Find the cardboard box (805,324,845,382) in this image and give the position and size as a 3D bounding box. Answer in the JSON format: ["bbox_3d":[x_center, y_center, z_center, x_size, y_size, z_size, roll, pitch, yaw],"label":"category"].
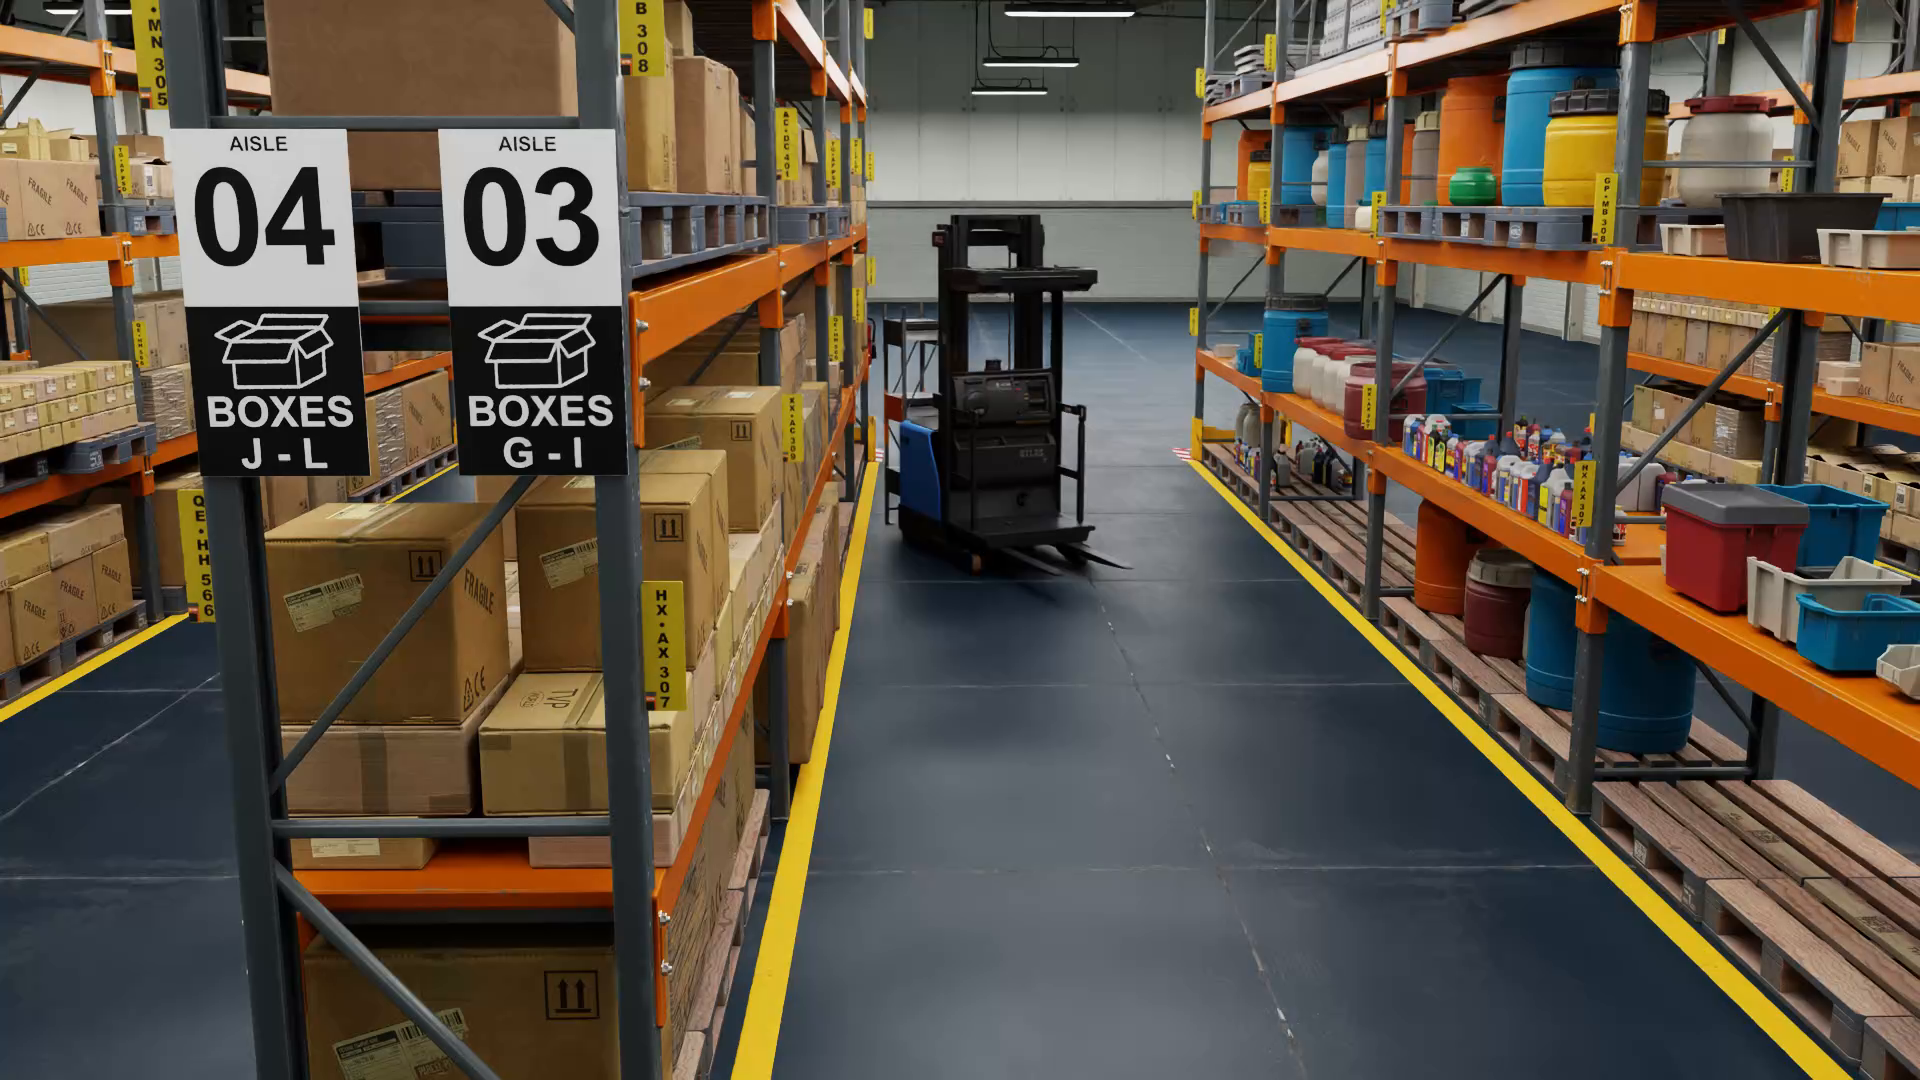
[{"bbox_3d":[-1.395,-1.574,14.147,0.797,0.503,0.637,1,12,5],"label":"cardboard box"}]

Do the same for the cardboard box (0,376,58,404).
[{"bbox_3d":[-5.916,-0.942,10.427,0.380,0.149,0.250,0,11,-1],"label":"cardboard box"}]

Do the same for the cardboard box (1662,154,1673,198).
[{"bbox_3d":[8.306,-4.177,19.085,0.797,0.503,0.637,1,11,3],"label":"cardboard box"}]

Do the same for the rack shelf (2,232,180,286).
[{"bbox_3d":[-6.443,-2.381,13.708,1.077,0.370,4.000,0,11,-1],"label":"rack shelf"}]

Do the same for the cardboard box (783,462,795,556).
[{"bbox_3d":[-1.117,-0.213,8.503,0.500,0.500,0.500,0,11,-1],"label":"cardboard box"}]

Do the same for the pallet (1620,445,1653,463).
[{"bbox_3d":[8.356,-0.978,19.541,1.003,0.211,1.213,0,11,-1],"label":"pallet"}]

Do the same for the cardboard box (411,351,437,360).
[{"bbox_3d":[-6.481,-2.347,18.898,0.875,0.550,0.550,0,11,-1],"label":"cardboard box"}]

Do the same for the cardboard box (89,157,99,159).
[{"bbox_3d":[-6.723,-2.754,12.652,0.500,0.311,0.500,0,11,-1],"label":"cardboard box"}]

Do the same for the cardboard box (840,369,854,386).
[{"bbox_3d":[-1.227,-1.582,16.137,0.380,0.149,0.250,0,11,-1],"label":"cardboard box"}]

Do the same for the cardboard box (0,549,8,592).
[{"bbox_3d":[-6.090,0.225,9.939,0.500,0.250,0.500,0,11,1],"label":"cardboard box"}]

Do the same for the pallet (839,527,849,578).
[{"bbox_3d":[-1.477,0.103,14.212,1.003,0.211,1.213,0,11,-1],"label":"pallet"}]

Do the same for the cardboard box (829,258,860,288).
[{"bbox_3d":[-1.321,-2.735,17.672,0.500,0.500,0.500,0,11,-1],"label":"cardboard box"}]

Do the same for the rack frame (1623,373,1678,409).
[{"bbox_3d":[8.298,-2.497,20.012,1.000,3.000,0.127,0,11,-1],"label":"rack frame"}]

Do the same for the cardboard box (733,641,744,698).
[{"bbox_3d":[-0.986,0.469,6.024,0.380,0.149,0.250,-1,11,-3],"label":"cardboard box"}]

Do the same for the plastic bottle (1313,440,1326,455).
[{"bbox_3d":[3.814,-0.883,17.616,0.144,0.351,0.185,0,11,-2],"label":"plastic bottle"}]

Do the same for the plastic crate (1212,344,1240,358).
[{"bbox_3d":[3.043,-2.169,19.058,0.298,0.136,0.250,0,11,-1],"label":"plastic crate"}]

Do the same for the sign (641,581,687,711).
[{"bbox_3d":[-0.720,0.260,4.049,0.100,0.325,0.005,0,11,-1],"label":"sign"}]

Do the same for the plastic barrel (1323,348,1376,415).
[{"bbox_3d":[3.253,-1.326,13.898,0.433,0.535,0.433,0,11,0],"label":"plastic barrel"}]

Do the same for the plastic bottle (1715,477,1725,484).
[{"bbox_3d":[3.910,-0.147,8.553,0.144,0.351,0.185,0,11,-1],"label":"plastic bottle"}]

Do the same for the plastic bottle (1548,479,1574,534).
[{"bbox_3d":[3.255,-0.180,8.907,0.152,0.276,0.135,0,11,-1],"label":"plastic bottle"}]

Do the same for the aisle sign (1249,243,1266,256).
[{"bbox_3d":[3.642,-3.767,19.733,0.394,0.787,0.004,0,11,-1],"label":"aisle sign"}]

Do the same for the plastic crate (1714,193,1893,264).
[{"bbox_3d":[3.346,-1.250,6.650,0.497,0.269,0.590,0,11,-1],"label":"plastic crate"}]

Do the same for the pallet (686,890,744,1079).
[{"bbox_3d":[-1.392,1.690,6.389,1.003,0.211,1.213,0,11,-1],"label":"pallet"}]

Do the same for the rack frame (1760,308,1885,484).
[{"bbox_3d":[8.381,-1.702,16.093,1.000,3.000,0.127,0,11,-1],"label":"rack frame"}]

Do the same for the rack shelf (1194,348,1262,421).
[{"bbox_3d":[3.387,-1.727,18.027,1.077,0.370,4.000,0,11,-1],"label":"rack shelf"}]

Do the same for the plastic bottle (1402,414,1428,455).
[{"bbox_3d":[3.197,-0.739,11.659,0.152,0.276,0.135,0,11,-1],"label":"plastic bottle"}]

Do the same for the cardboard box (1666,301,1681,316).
[{"bbox_3d":[8.114,-2.579,18.537,0.380,0.149,0.250,-1,11,-3],"label":"cardboard box"}]

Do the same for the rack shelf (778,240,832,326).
[{"bbox_3d":[-1.399,-1.586,9.790,1.077,0.370,4.000,0,11,-1],"label":"rack shelf"}]

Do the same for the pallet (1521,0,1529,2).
[{"bbox_3d":[3.546,-2.908,8.430,1.003,0.211,1.213,0,11,-1],"label":"pallet"}]

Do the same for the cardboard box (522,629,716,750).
[{"bbox_3d":[-1.033,0.452,5.108,0.500,0.250,0.500,0,11,-2],"label":"cardboard box"}]

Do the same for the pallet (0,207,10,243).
[{"bbox_3d":[-6.250,-1.778,9.399,1.213,0.211,1.003,0,11,-1],"label":"pallet"}]

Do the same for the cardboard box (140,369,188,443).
[{"bbox_3d":[-6.141,-1.005,12.410,0.500,0.500,0.500,0,11,-1],"label":"cardboard box"}]

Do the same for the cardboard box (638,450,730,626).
[{"bbox_3d":[-1.042,-0.015,5.522,0.500,0.500,0.500,-1,11,-3],"label":"cardboard box"}]

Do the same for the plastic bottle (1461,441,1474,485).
[{"bbox_3d":[3.196,-0.484,10.413,0.097,0.271,0.097,0,11,0],"label":"plastic bottle"}]

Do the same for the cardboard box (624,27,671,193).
[{"bbox_3d":[-1.231,-1.266,4.840,0.700,0.500,0.500,-1,11,-3],"label":"cardboard box"}]

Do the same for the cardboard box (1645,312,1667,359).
[{"bbox_3d":[8.311,-2.348,19.030,0.700,0.500,0.500,0,11,0],"label":"cardboard box"}]

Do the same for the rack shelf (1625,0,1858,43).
[{"bbox_3d":[3.635,-2.086,5.713,1.077,0.370,4.000,0,11,-1],"label":"rack shelf"}]

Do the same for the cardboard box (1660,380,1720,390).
[{"bbox_3d":[8.607,-1.617,19.650,0.500,0.500,0.500,0,11,-1],"label":"cardboard box"}]

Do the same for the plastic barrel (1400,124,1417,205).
[{"bbox_3d":[3.698,-2.861,13.186,0.600,0.830,0.708,0,11,-1],"label":"plastic barrel"}]

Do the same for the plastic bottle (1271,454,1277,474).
[{"bbox_3d":[3.127,-0.726,16.841,0.144,0.351,0.185,-1,11,-3],"label":"plastic bottle"}]

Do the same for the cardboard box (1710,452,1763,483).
[{"bbox_3d":[8.153,-0.750,17.264,0.500,0.250,0.500,0,11,-1],"label":"cardboard box"}]

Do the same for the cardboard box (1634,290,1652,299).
[{"bbox_3d":[8.296,-3.078,19.364,0.700,0.500,0.500,0,11,-1],"label":"cardboard box"}]

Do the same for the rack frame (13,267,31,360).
[{"bbox_3d":[-11.514,-2.416,19.614,1.000,3.000,0.127,0,11,-1],"label":"rack frame"}]

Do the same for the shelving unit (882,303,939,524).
[{"bbox_3d":[-0.438,-1.152,15.648,0.431,2.100,0.503,-5,12,-22],"label":"shelving unit"}]

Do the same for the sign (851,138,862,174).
[{"bbox_3d":[-0.968,-3.581,15.522,0.100,0.325,0.005,0,11,-1],"label":"sign"}]

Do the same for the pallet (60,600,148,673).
[{"bbox_3d":[-6.387,0.656,11.487,1.003,0.211,1.213,0,11,-1],"label":"pallet"}]

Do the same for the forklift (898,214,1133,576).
[{"bbox_3d":[0.467,-1.251,14.046,1.130,2.935,3.031,-5,12,-22],"label":"forklift"}]

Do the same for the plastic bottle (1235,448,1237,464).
[{"bbox_3d":[3.074,-0.939,18.266,0.097,0.201,0.097,0,11,0],"label":"plastic bottle"}]

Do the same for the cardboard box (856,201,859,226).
[{"bbox_3d":[-1.292,-3.353,17.064,0.500,0.250,0.500,-1,11,-3],"label":"cardboard box"}]

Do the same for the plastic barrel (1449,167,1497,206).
[{"bbox_3d":[3.303,-2.275,10.709,0.294,0.245,0.294,0,11,0],"label":"plastic barrel"}]

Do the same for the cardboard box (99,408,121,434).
[{"bbox_3d":[-5.928,-0.803,11.241,0.380,0.149,0.250,0,11,-1],"label":"cardboard box"}]

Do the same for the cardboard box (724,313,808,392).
[{"bbox_3d":[-1.442,-1.262,11.150,0.797,0.503,0.637,0,11,1],"label":"cardboard box"}]

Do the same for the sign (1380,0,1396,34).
[{"bbox_3d":[2.962,-3.665,11.494,0.100,0.325,0.005,0,11,-1],"label":"sign"}]
